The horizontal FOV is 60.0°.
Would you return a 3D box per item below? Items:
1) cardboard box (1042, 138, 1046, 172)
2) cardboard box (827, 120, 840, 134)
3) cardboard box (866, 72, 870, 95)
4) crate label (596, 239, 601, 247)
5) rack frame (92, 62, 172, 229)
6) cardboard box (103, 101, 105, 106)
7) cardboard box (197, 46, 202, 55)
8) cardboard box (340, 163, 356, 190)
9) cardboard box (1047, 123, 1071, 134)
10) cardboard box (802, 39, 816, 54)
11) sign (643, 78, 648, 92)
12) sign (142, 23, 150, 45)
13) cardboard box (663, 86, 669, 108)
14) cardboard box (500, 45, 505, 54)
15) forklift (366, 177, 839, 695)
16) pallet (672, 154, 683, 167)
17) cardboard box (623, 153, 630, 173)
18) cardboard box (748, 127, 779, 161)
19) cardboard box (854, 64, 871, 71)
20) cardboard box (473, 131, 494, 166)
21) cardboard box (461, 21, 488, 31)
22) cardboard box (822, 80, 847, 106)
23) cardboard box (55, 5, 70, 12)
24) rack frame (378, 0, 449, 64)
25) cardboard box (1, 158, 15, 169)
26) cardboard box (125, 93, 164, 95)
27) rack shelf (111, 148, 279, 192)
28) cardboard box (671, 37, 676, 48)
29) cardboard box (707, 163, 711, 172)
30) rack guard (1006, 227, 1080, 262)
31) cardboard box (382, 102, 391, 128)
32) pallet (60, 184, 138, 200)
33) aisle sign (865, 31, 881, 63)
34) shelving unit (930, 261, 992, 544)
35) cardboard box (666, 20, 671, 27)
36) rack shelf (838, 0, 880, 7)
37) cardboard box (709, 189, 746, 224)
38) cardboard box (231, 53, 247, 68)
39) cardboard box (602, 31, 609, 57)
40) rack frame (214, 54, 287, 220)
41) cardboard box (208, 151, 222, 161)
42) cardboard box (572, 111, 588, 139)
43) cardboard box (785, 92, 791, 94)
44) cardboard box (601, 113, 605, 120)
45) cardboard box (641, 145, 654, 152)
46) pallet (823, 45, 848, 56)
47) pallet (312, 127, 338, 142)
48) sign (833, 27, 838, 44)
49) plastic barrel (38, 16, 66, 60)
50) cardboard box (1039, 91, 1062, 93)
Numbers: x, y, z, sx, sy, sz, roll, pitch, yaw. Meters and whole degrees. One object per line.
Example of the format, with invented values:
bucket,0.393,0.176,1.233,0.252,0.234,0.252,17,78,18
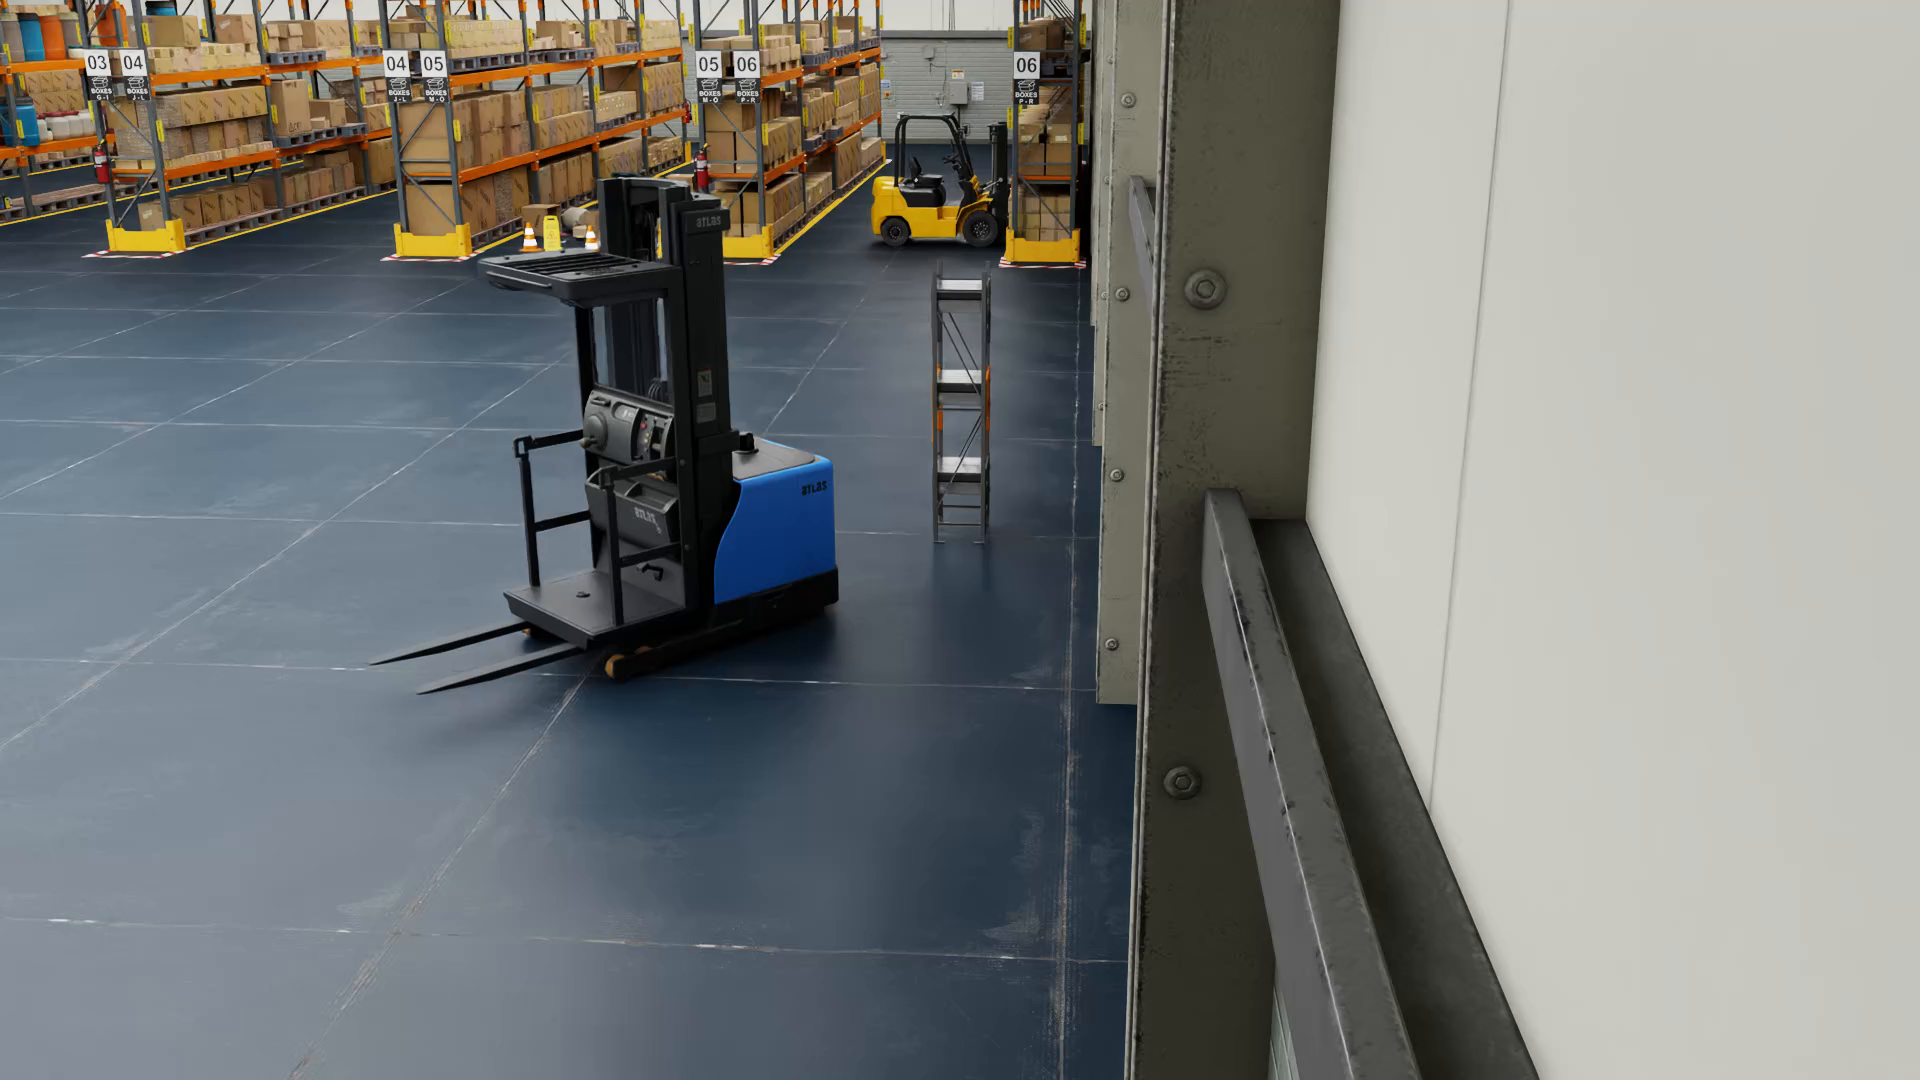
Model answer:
cardboard box,1.145,-6.269,27.078,0.500,0.500,0.500,2,18,6
cardboard box,-2.767,-8.571,34.505,0.500,0.250,0.500,1,18,3
cardboard box,-2.400,-10.719,39.053,0.500,0.500,0.500,2,18,5
crate label,-6.019,-4.978,27.896,0.250,0.136,0.298,-9,20,-25
rack frame,-13.511,-6.233,27.128,1.000,3.000,0.127,1,18,4
cardboard box,-22.005,-11.327,42.513,0.500,0.500,0.500,2,18,6
cardboard box,-13.162,-8.339,28.337,0.380,0.149,0.250,1,18,3
cardboard box,-12.965,-7.530,34.395,0.700,0.500,0.500,0,18,1
cardboard box,1.562,-6.499,26.259,0.380,0.149,0.250,1,18,3
cardboard box,-2.898,-8.980,30.261,0.500,0.250,0.500,1,18,2
sign,-7.157,-10.357,37.853,0.100,0.325,0.005,1,18,4
sign,-12.969,-8.062,26.488,0.100,0.325,0.005,1,18,4
cardboard box,-7.314,-10.631,39.913,0.500,0.500,0.500,2,18,7
cardboard box,-8.064,-8.451,28.647,0.380,0.149,0.250,2,18,5
forklift,-2.245,-0.702,10.359,3.031,2.935,1.130,-17,24,-41
pallet,-7.523,-9.460,41.454,1.003,0.211,1.213,1,18,4
cardboard box,-7.590,-8.275,36.701,0.500,0.500,0.500,1,18,3
cardboard box,-3.282,-6.502,27.312,0.500,0.500,0.500,2,18,6
cardboard box,-2.342,-11.298,39.779,0.380,0.149,0.250,2,18,5
cardboard box,-8.406,-6.621,28.070,0.875,0.550,0.550,1,18,4
cardboard box,-8.119,-8.594,27.803,0.380,0.149,0.250,2,18,5
cardboard box,-2.695,-9.481,35.275,0.500,0.500,0.500,2,18,5
cardboard box,-22.314,-12.902,40.896,0.700,0.500,0.500,1,18,4
rack frame,-8.571,-8.942,25.760,1.000,3.000,0.127,1,18,4
cardboard box,-22.324,-8.890,38.546,0.500,0.500,0.500,1,18,4
cardboard box,-13.688,-7.229,27.922,0.500,0.500,0.500,1,18,4
rack shelf,-13.367,-6.512,29.135,1.077,0.370,4.000,1,18,4
cardboard box,-7.222,-12.108,40.482,0.500,0.250,0.500,1,18,4
cardboard box,-3.905,-6.094,27.108,0.380,0.149,0.250,1,18,3
rack guard,1.323,-4.707,26.484,1.175,0.500,0.348,1,18,4
cardboard box,-12.563,-9.229,36.112,0.500,0.500,0.500,1,18,3
pallet,-17.972,-7.263,34.750,1.003,0.211,1.213,1,18,4
aisle sign,-2.165,-12.232,41.260,0.394,0.787,0.004,1,18,4
shelving unit,0.012,-1.049,12.753,0.431,2.100,0.503,1,18,4
cardboard box,-7.198,-12.493,40.212,0.380,0.149,0.250,2,18,5
rack shelf,-2.623,-12.679,38.962,1.077,0.370,4.000,1,18,4
cardboard box,-3.829,-5.516,27.476,0.500,0.500,0.500,1,18,4
cardboard box,-13.044,-8.520,29.531,0.500,0.250,0.500,2,18,5
cardboard box,-7.662,-10.375,34.792,0.500,0.500,0.500,1,18,4
rack frame,-13.224,-7.475,30.919,1.000,3.000,0.127,1,18,4
cardboard box,-13.048,-6.660,28.836,0.380,0.149,0.250,1,18,4
cardboard box,-7.799,-8.322,33.343,0.500,0.500,0.500,1,18,4
cardboard box,-3.316,-8.750,33.497,0.500,0.500,0.500,1,18,2
cardboard box,-7.726,-8.957,35.171,0.380,0.149,0.250,2,18,7
cardboard box,-7.431,-9.212,39.166,0.380,0.149,0.250,1,18,3
pallet,-2.982,-10.381,35.272,1.003,0.211,1.213,2,18,6
pallet,-13.038,-8.011,32.861,1.003,0.211,1.213,1,18,4
sign,-2.512,-10.155,33.449,0.100,0.325,0.005,1,18,4
plastic barrel,-18.200,-10.004,33.130,0.600,0.830,0.708,1,18,4
cardboard box,1.890,-9.570,36.477,0.700,0.500,0.500,1,18,5
